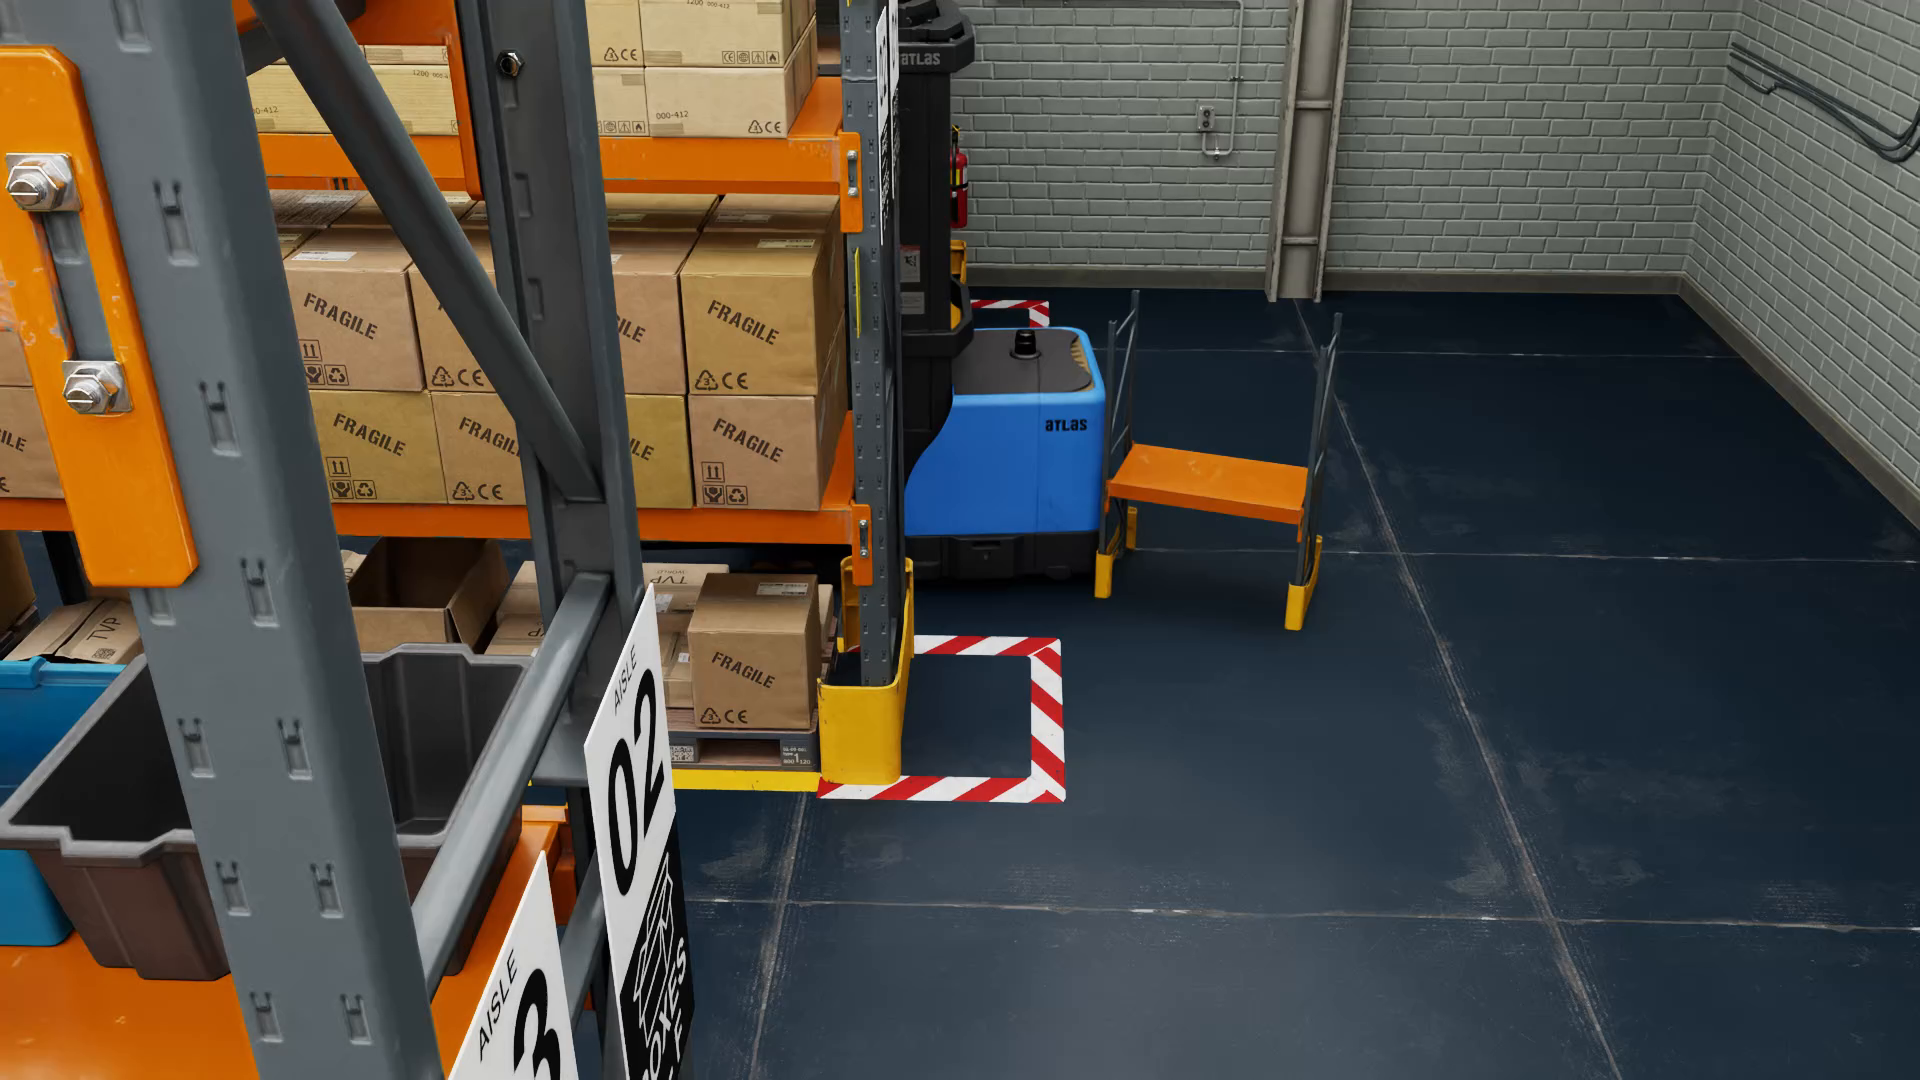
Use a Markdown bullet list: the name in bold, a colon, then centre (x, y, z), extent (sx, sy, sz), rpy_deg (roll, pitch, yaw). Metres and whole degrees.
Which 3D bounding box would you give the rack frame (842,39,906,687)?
- **rack frame**: centre (-0.341, -0.532, 7.051), extent (0.127, 3.000, 1.000), rpy_deg (1, 28, 2)

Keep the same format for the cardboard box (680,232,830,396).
- **cardboard box**: centre (-0.795, -0.897, 6.565), extent (0.500, 0.500, 0.500), rpy_deg (1, 28, 1)

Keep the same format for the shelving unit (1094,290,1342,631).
- **shelving unit**: centre (1.304, -0.416, 8.433), extent (1.083, 1.500, 0.587), rpy_deg (9, 29, 17)

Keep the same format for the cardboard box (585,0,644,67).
- **cardboard box**: centre (-1.363, -1.909, 6.073), extent (0.500, 0.250, 0.500), rpy_deg (1, 28, 2)

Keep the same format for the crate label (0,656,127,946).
- **crate label**: centre (-1.430, 0.360, 2.324), extent (0.502, 0.251, 0.408), rpy_deg (1, 28, 2)

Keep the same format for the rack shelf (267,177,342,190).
- **rack shelf**: centre (-6.166, -2.632, 11.781), extent (4.000, 0.370, 1.077), rpy_deg (1, 28, 2)

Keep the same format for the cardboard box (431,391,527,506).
- **cardboard box**: centre (-1.815, -0.474, 6.835), extent (0.500, 0.500, 0.500), rpy_deg (1, 28, 2)

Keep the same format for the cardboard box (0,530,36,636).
- **cardboard box**: centre (-4.813, 0.190, 7.889), extent (0.500, 0.500, 0.500), rpy_deg (0, 28, -1)

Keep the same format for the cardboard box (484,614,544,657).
- **cardboard box**: centre (-1.841, 0.565, 7.448), extent (0.500, 0.250, 0.500), rpy_deg (1, 28, 2)

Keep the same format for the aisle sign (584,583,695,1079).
- **aisle sign**: centre (-0.437, 0.500, 2.329), extent (0.004, 0.787, 0.394), rpy_deg (1, 28, 2)

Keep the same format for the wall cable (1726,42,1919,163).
- **wall cable**: centre (5.470, -3.869, 10.256), extent (0.112, 2.526, 3.097), rpy_deg (1, 28, 2)

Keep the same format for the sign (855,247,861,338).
- **sign**: centre (-0.380, -0.924, 6.217), extent (0.005, 0.325, 0.100), rpy_deg (1, 28, 2)

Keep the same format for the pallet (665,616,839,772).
- **pallet**: centre (-1.213, 0.686, 7.731), extent (1.213, 0.211, 1.003), rpy_deg (1, 28, 2)

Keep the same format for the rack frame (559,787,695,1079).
- **rack frame**: centre (-0.519, 1.786, 2.678), extent (0.127, 3.000, 1.000), rpy_deg (1, 28, 2)

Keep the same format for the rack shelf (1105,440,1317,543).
- **rack shelf**: centre (1.295, -0.258, 8.520), extent (1.000, 0.185, 0.538), rpy_deg (9, 29, 17)

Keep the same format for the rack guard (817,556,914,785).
- **rack guard**: centre (-0.417, 0.571, 7.639), extent (0.348, 0.500, 1.175), rpy_deg (1, 28, 2)

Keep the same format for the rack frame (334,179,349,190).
- **rack frame**: centre (-4.167, -2.917, 11.550), extent (0.127, 3.000, 1.000), rpy_deg (1, 28, 2)

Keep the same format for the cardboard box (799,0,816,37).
- **cardboard box**: centre (-0.845, -2.142, 6.513), extent (0.500, 0.250, 0.500), rpy_deg (1, 28, 2)

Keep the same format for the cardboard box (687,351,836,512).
- **cardboard box**: centre (-0.798, -0.456, 6.801), extent (0.500, 0.500, 0.500), rpy_deg (2, 28, 3)

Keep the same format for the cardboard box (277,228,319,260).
- **cardboard box**: centre (-2.848, -0.928, 6.623), extent (0.500, 0.500, 0.500), rpy_deg (0, 28, 0)

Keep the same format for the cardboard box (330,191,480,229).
- **cardboard box**: centre (-2.305, -1.173, 7.085), extent (0.500, 0.500, 0.500), rpy_deg (1, 28, 1)

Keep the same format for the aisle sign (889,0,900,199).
- **aisle sign**: centre (-0.262, -1.817, 6.700), extent (0.004, 0.787, 0.394), rpy_deg (1, 28, 2)

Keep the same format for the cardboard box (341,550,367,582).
- **cardboard box**: centre (-3.009, 0.284, 7.912), extent (0.500, 0.311, 0.500), rpy_deg (1, 28, 2)

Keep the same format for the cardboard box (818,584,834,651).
- **cardboard box**: centre (-0.747, 0.365, 7.932), extent (0.250, 0.149, 0.380), rpy_deg (1, 28, 2)

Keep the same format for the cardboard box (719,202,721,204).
- **cardboard box**: centre (-1.751, -2.291, 11.897), extent (0.250, 0.149, 0.380), rpy_deg (1, 28, 3)

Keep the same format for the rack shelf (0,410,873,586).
- **rack shelf**: centre (-2.339, -0.247, 7.282), extent (4.000, 0.370, 1.077), rpy_deg (1, 28, 2)

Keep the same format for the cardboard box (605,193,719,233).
- **cardboard box**: centre (-1.298, -1.154, 7.050), extent (0.500, 0.500, 0.500), rpy_deg (1, 28, 2)

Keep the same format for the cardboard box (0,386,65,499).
- **cardboard box**: centre (-3.838, -0.507, 6.896), extent (0.500, 0.500, 0.500), rpy_deg (2, 28, 3)

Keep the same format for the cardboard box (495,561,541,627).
- **cardboard box**: centre (-1.873, 0.330, 7.891), extent (0.500, 0.250, 0.500), rpy_deg (1, 28, 2)

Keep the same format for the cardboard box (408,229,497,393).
- **cardboard box**: centre (-1.818, -0.911, 6.592), extent (0.500, 0.500, 0.500), rpy_deg (2, 28, 3)

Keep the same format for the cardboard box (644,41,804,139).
- **cardboard box**: centre (-0.863, -1.676, 6.167), extent (0.500, 0.250, 0.500), rpy_deg (1, 28, 2)

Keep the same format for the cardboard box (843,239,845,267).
- **cardboard box**: centre (-0.873, -1.897, 11.846), extent (0.500, 0.500, 0.700), rpy_deg (1, 28, 2)

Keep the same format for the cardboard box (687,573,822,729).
- **cardboard box**: centre (-0.893, 0.484, 7.333), extent (0.500, 0.500, 0.500), rpy_deg (1, 28, 2)

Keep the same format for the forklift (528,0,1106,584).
- **forklift**: centre (-0.773, -1.269, 8.515), extent (3.031, 2.935, 1.130), rpy_deg (-1, 28, -3)

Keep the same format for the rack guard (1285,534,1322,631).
- **rack guard**: centre (1.774, 0.213, 8.581), extent (0.087, 0.250, 0.587), rpy_deg (9, 29, 17)

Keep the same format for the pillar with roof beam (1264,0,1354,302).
- **pillar with roof beam**: centre (2.407, -3.847, 6.899), extent (0.400, 9.000, 9.100), rpy_deg (1, 28, 2)

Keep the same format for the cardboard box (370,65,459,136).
- **cardboard box**: centre (-1.863, -1.692, 6.196), extent (0.500, 0.250, 0.500), rpy_deg (1, 28, 2)

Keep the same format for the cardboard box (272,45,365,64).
- **cardboard box**: centre (-2.362, -1.925, 6.102), extent (0.500, 0.250, 0.500), rpy_deg (1, 28, 2)

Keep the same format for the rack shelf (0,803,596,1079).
- **rack shelf**: centre (-2.518, 0.746, 2.206), extent (4.000, 0.370, 1.077), rpy_deg (1, 28, 2)

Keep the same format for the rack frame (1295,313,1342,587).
- **rack frame**: centre (1.775, -0.339, 8.288), extent (0.032, 1.500, 0.500), rpy_deg (9, 29, 17)
